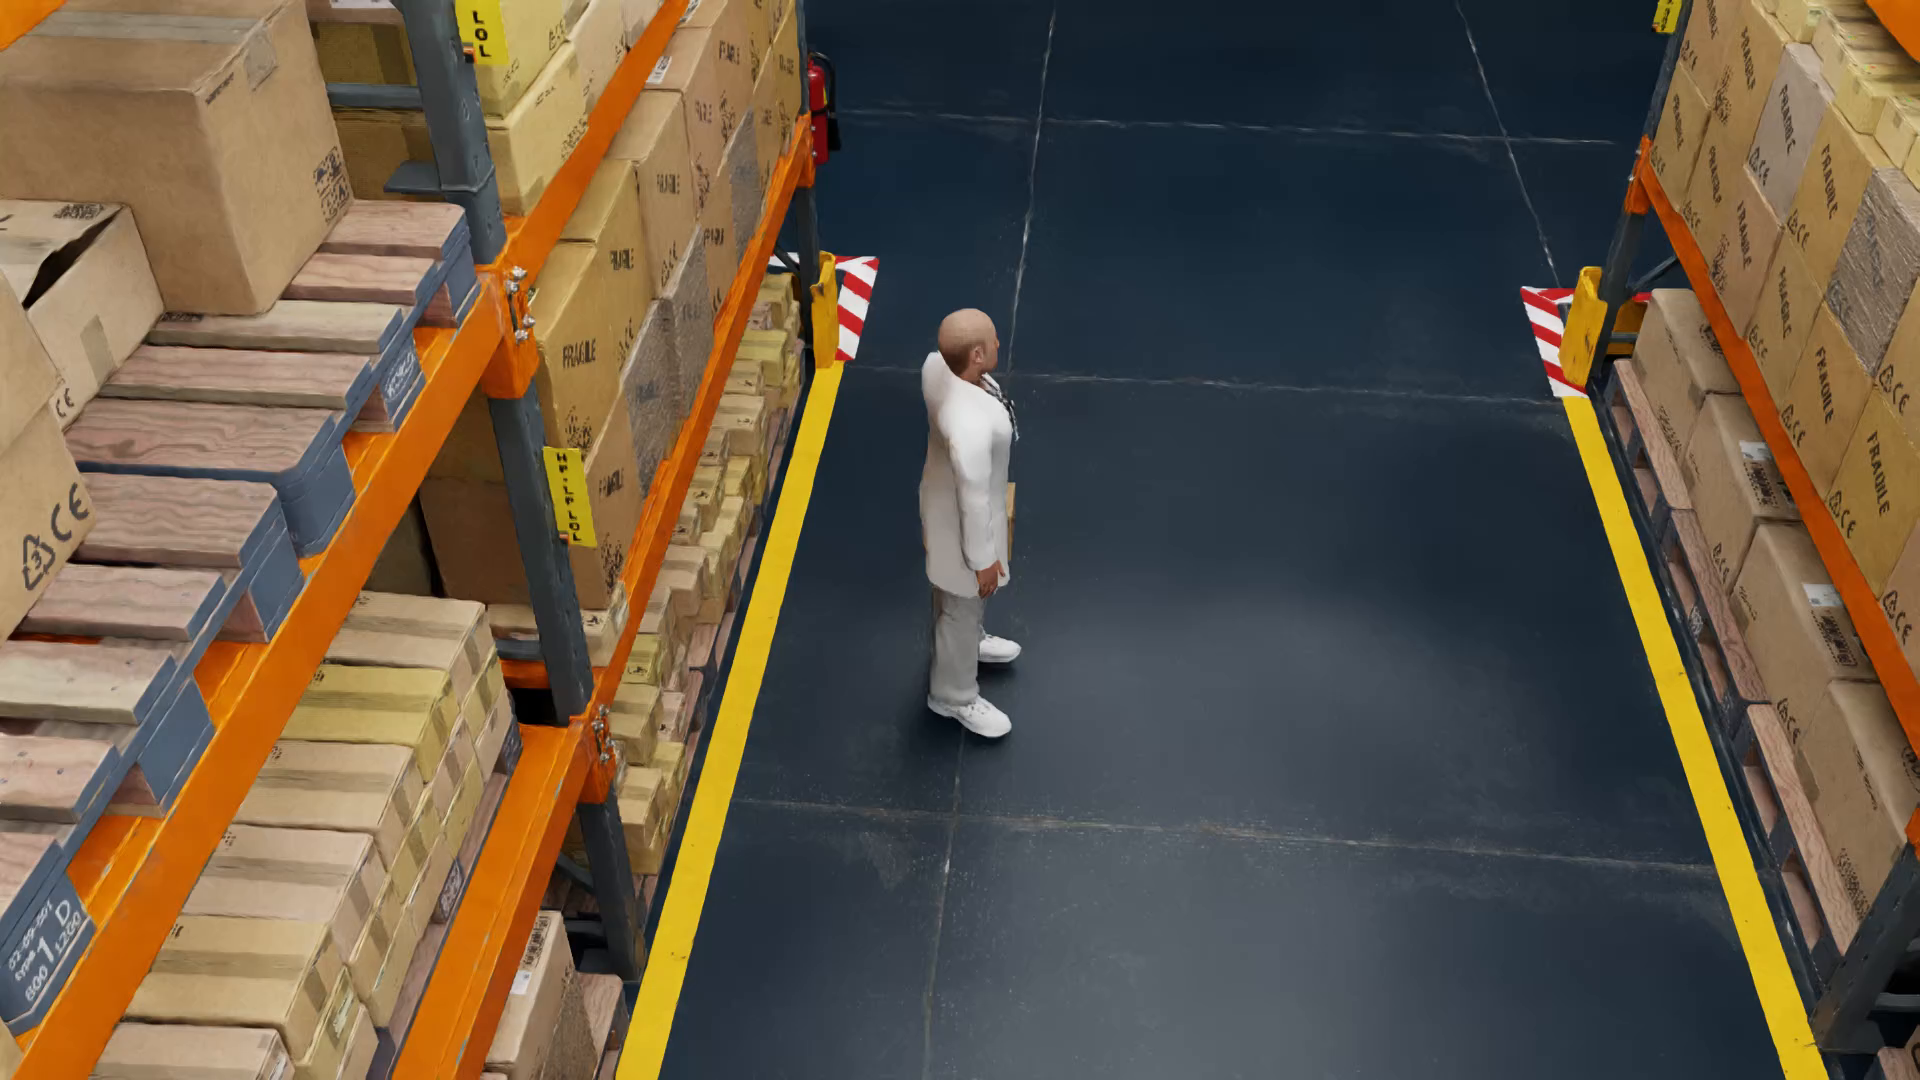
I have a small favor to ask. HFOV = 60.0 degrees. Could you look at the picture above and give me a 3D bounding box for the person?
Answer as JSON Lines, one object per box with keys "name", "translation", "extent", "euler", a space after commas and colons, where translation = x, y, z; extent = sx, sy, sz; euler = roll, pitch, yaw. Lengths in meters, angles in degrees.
{"name": "person", "translation": [0.059, -0.106, 6.246], "extent": [0.431, 1.792, 0.695], "euler": [-7, 40, -8]}
